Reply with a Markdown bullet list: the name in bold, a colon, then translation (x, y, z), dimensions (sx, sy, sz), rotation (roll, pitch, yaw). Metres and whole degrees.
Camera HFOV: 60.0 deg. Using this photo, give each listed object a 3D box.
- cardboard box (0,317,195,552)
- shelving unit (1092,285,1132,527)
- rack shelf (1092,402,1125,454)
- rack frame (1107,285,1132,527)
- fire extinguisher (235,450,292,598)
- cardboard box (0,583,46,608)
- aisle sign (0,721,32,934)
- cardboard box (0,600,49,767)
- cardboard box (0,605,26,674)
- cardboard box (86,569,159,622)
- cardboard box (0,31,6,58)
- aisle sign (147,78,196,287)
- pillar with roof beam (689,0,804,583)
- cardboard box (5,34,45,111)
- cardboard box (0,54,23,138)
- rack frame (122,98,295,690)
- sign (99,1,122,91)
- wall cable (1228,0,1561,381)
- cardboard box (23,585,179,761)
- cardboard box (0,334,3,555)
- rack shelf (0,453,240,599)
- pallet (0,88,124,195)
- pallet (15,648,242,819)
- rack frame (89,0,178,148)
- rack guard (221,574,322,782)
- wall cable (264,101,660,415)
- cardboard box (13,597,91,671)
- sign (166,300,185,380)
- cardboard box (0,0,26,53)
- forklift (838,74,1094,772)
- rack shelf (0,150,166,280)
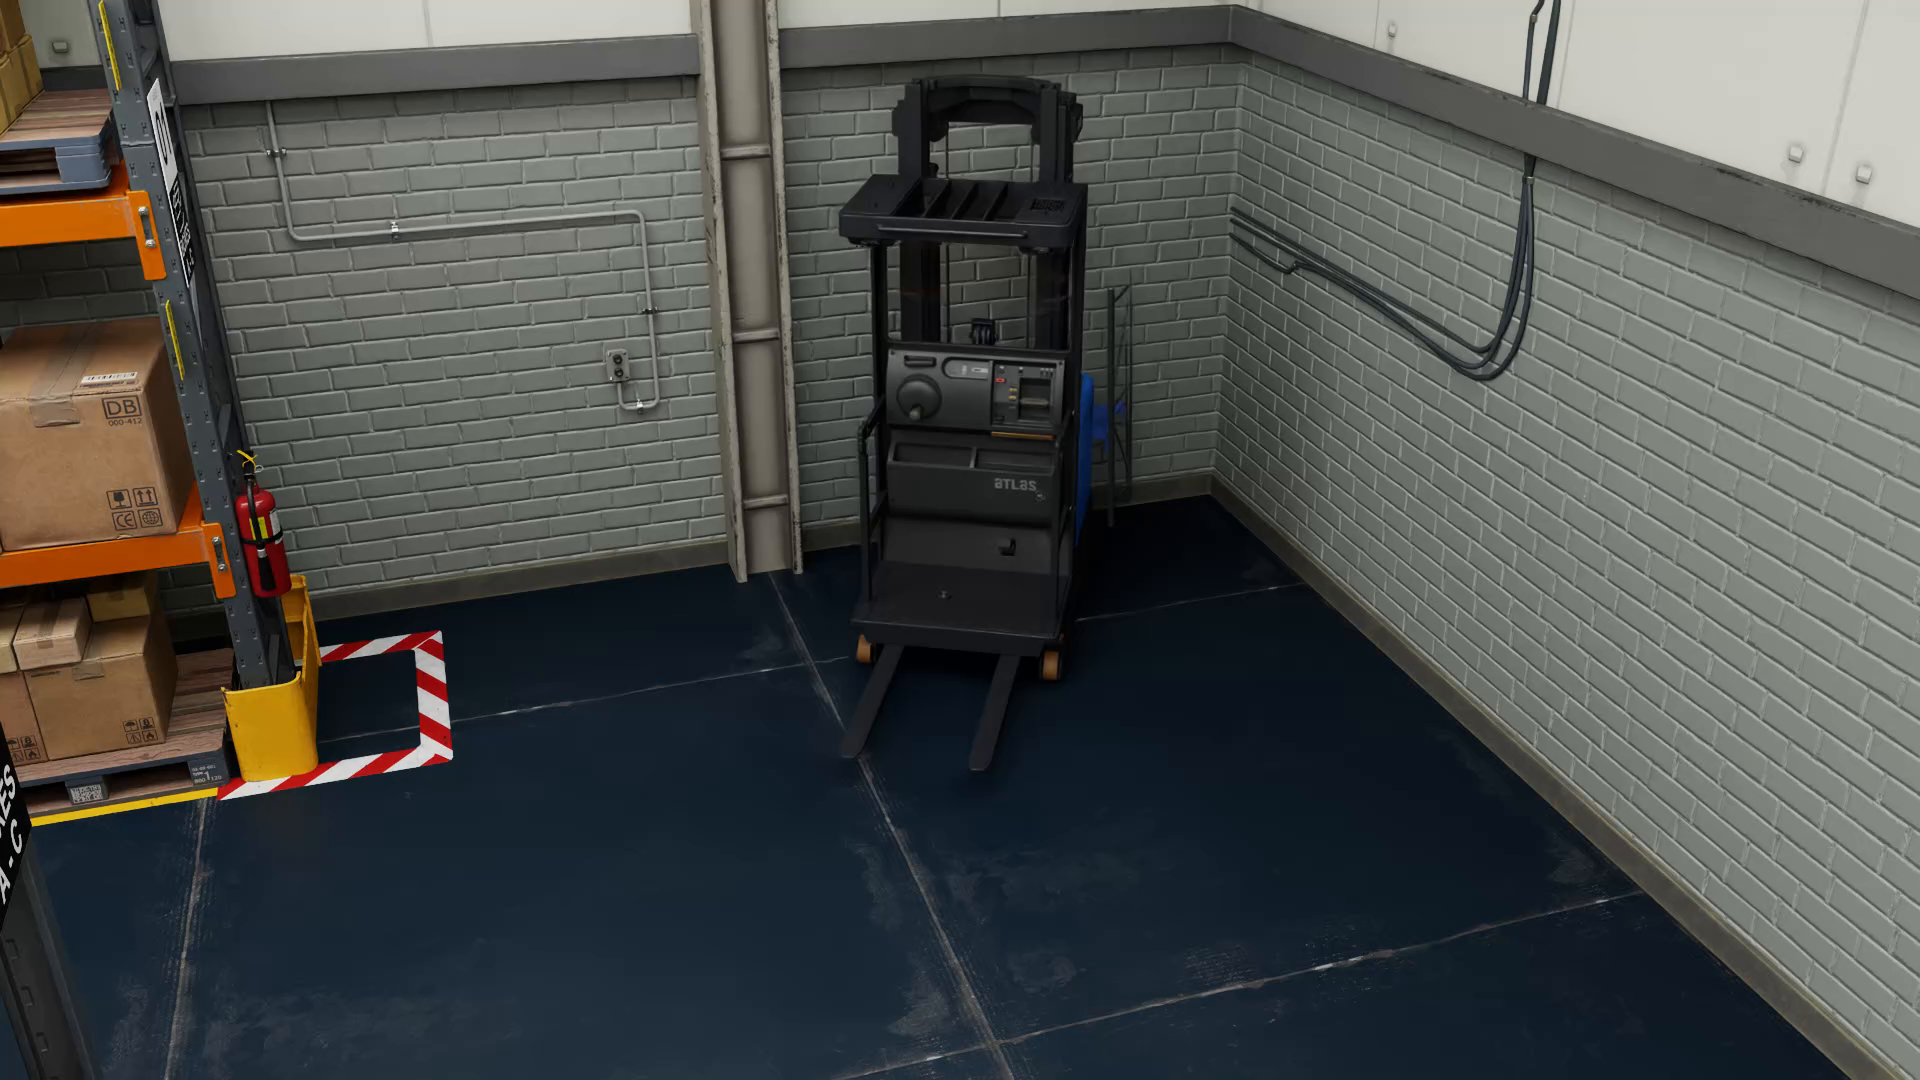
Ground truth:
- **cardboard box**: translation (-3.941, -0.508, 7.562), dimensions (0.700, 0.700, 0.980), rotation (-7, 27, -14)
- **shelving unit**: translation (0.499, -0.918, 10.313), dimensions (1.048, 1.500, 0.538), rotation (6, 26, 18)
- **rack shelf**: translation (0.506, -0.754, 10.387), dimensions (1.000, 0.185, 0.538), rotation (6, 26, 18)
- **rack frame**: translation (0.979, -0.867, 10.153), dimensions (0.032, 1.500, 0.500), rotation (6, 26, 18)
- **fire extinguisher**: translation (-3.172, -0.072, 7.528), dimensions (0.183, 0.674, 0.296), rotation (-8, 28, -16)
- **cardboard box**: translation (-4.518, 0.300, 7.882), dimensions (0.250, 0.149, 0.380), rotation (-8, 28, -16)
- **aisle sign**: translation (-1.947, 0.348, 3.252), dimensions (0.004, 0.787, 0.394), rotation (-8, 28, -16)
- **cardboard box**: translation (-4.569, 0.691, 7.823), dimensions (0.500, 0.500, 0.700), rotation (-8, 28, -16)
- **cardboard box**: translation (-4.402, 0.462, 7.556), dimensions (0.250, 0.149, 0.380), rotation (-7, 27, -15)
- **cardboard box**: translation (-4.036, 0.230, 8.023), dimensions (0.250, 0.149, 0.380), rotation (-8, 28, -16)
- **cardboard box**: translation (-4.070, -2.077, 6.428), dimensions (0.500, 0.500, 0.500), rotation (-8, 28, -16)
- **aisle sign**: translation (-3.297, -1.495, 6.965), dimensions (0.004, 0.787, 0.394), rotation (-8, 28, -16)
- **pillar with roof beam**: translation (0.174, -2.052, 4.264), dimensions (0.400, 9.000, 9.100), rotation (-8, 28, -16)
- **cardboard box**: translation (-4.229, -1.960, 7.036), dimensions (0.500, 0.250, 0.500), rotation (-7, 27, -13)
- **cardboard box**: translation (-4.073, -1.744, 6.601), dimensions (0.500, 0.250, 0.500), rotation (-7, 27, -15)
- **rack frame**: translation (-3.459, -0.448, 7.779), dimensions (0.127, 3.000, 1.000), rotation (-8, 28, -16)
- **sign**: translation (-3.304, -1.921, 6.467), dimensions (0.005, 0.325, 0.100), rotation (-8, 28, -16)
- **wall cable**: translation (2.030, -2.372, 8.400), dimensions (0.112, 2.526, 3.097), rotation (-8, 28, -16)
- **cardboard box**: translation (-4.093, 0.622, 7.962), dimensions (0.500, 0.500, 0.700), rotation (-8, 28, -16)
- **cardboard box**: translation (-4.629, -0.403, 7.351), dimensions (0.700, 0.700, 0.980), rotation (-8, 28, -17)
- **rack shelf**: translation (-5.360, 0.150, 7.384), dimensions (4.000, 0.370, 1.077), rotation (-8, 28, -16)
- **pallet**: translation (-4.161, -1.645, 6.917), dimensions (1.213, 0.211, 1.003), rotation (-8, 28, -16)
- **pallet**: translation (-4.195, 0.944, 8.111), dimensions (1.213, 0.211, 1.003), rotation (-8, 28, -16)
- **rack frame**: translation (-3.459, -3.135, 6.445), dimensions (0.127, 3.000, 1.000), rotation (-8, 28, -16)
- **rack guard**: translation (-3.436, 0.668, 8.342), dimensions (0.348, 0.500, 1.175), rotation (-8, 28, -16)
- **wall cable**: translation (-2.534, -1.479, 8.714), dimensions (1.851, 1.984, 0.084), rotation (-8, 28, -16)
- **cardboard box**: translation (-4.159, 0.426, 7.627), dimensions (0.250, 0.149, 0.380), rotation (-9, 28, -17)
- **sign**: translation (-3.304, -0.841, 7.003), dimensions (0.005, 0.325, 0.100), rotation (-8, 28, -16)
- **cardboard box**: translation (-4.228, -2.295, 6.866), dimensions (0.500, 0.500, 0.500), rotation (-9, 28, -18)
- **forklift**: translation (0.043, -0.744, 8.453), dimensions (1.130, 2.935, 3.031), rotation (4, 27, 9)
- **rack shelf**: translation (-5.360, -1.194, 6.717), dimensions (4.000, 0.370, 1.077), rotation (-8, 28, -16)
